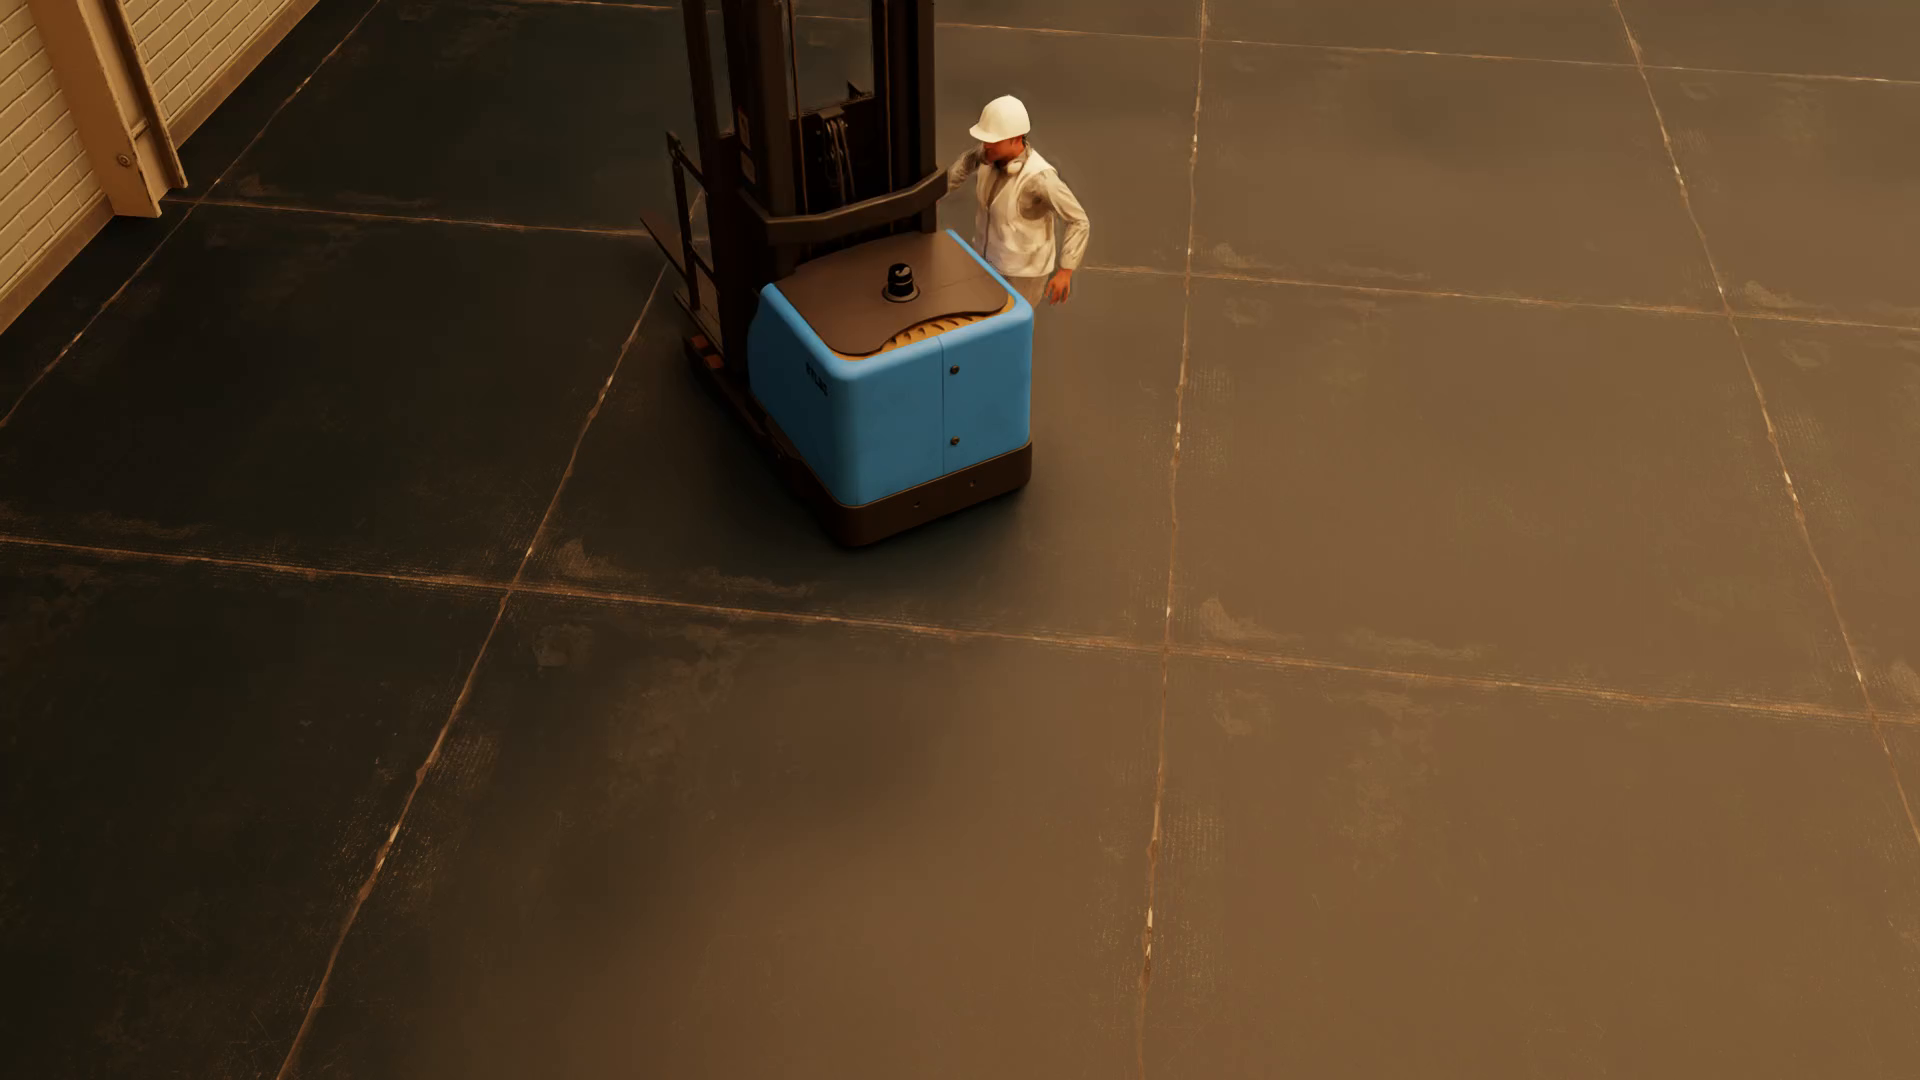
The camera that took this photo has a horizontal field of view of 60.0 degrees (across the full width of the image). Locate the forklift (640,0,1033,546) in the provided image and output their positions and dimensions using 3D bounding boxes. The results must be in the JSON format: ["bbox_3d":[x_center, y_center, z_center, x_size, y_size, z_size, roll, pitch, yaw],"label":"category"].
[{"bbox_3d":[-0.818,-2.035,7.940,1.130,2.935,3.031,-21,47,-21],"label":"forklift"}]

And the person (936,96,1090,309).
[{"bbox_3d":[0.104,-1.322,8.087,0.764,1.696,0.948,-25,48,-25],"label":"person"}]
